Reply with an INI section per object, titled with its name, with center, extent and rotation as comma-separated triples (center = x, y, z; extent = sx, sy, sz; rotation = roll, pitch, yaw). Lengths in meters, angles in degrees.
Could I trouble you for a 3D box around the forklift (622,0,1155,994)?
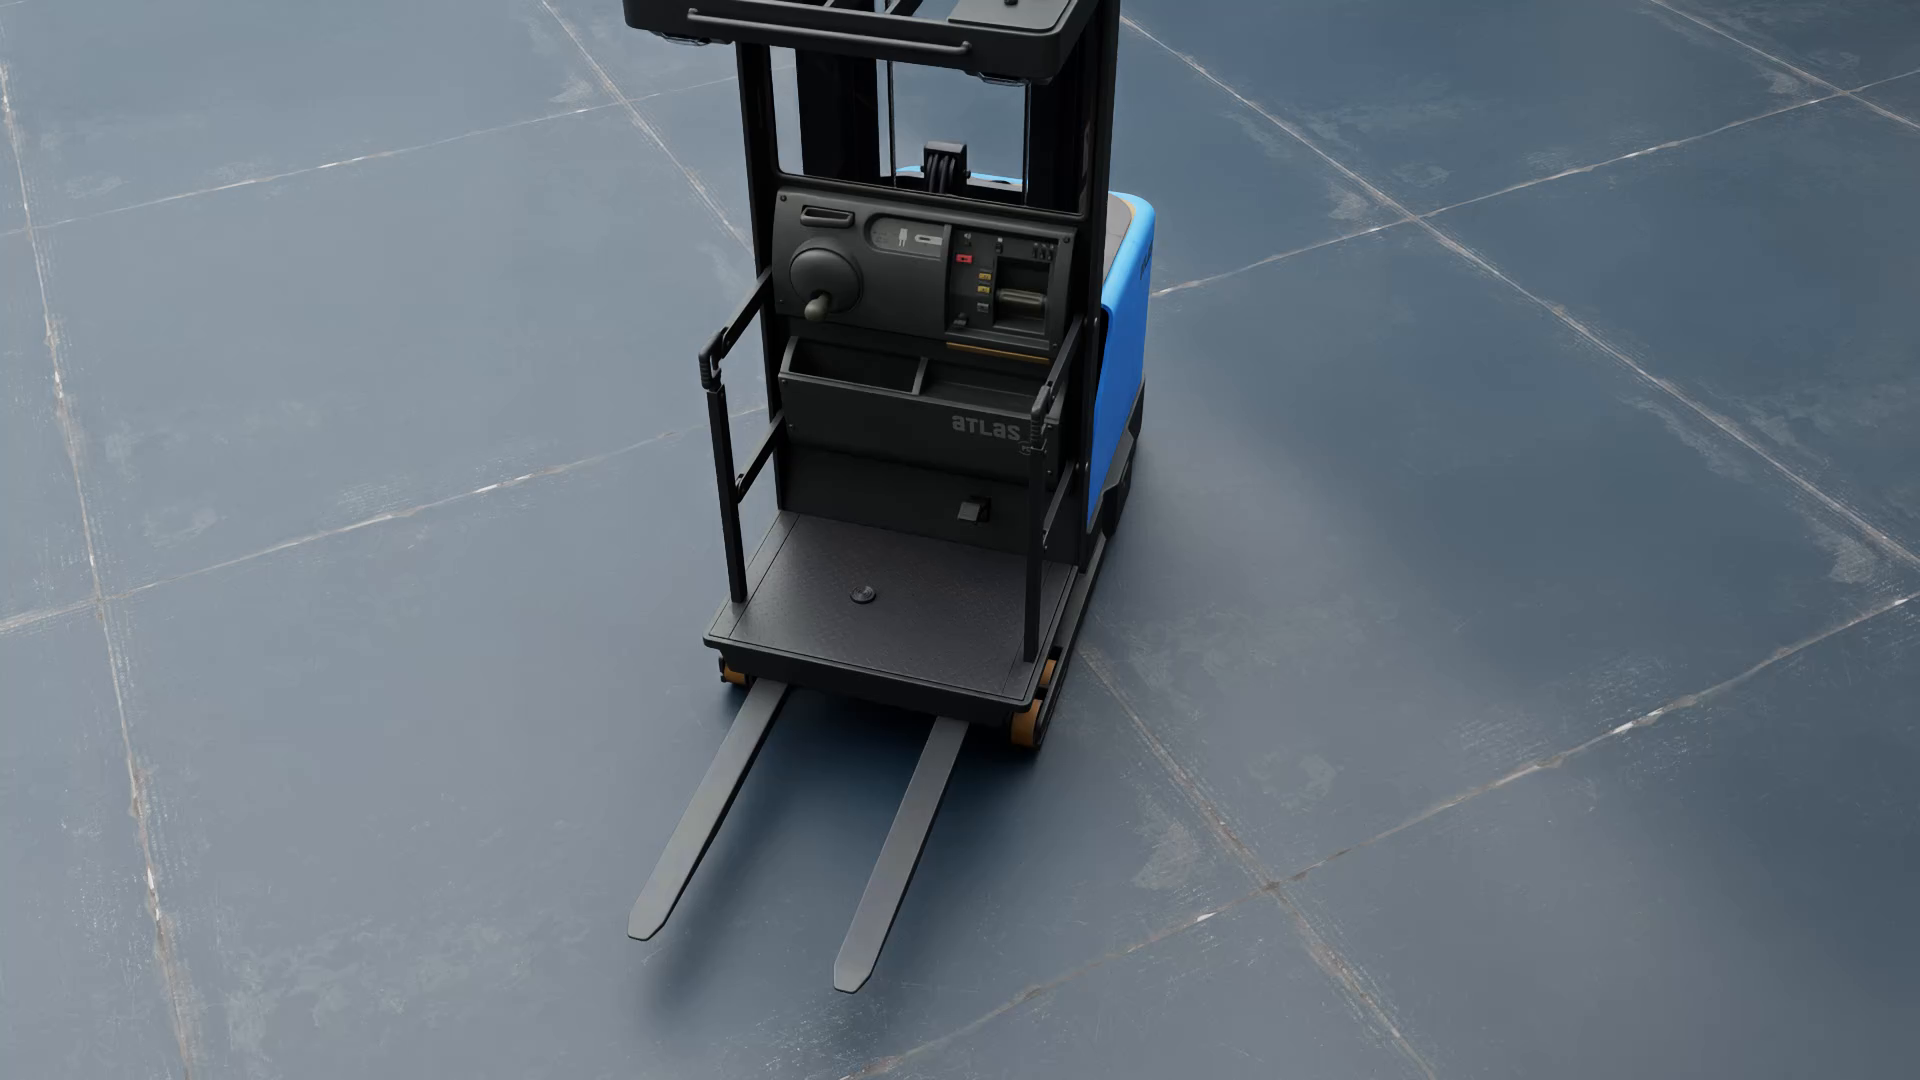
[forklift]
center = -0.177, -0.729, 4.843
extent = 1.130, 2.935, 3.031
rotation = 11, 41, 12
